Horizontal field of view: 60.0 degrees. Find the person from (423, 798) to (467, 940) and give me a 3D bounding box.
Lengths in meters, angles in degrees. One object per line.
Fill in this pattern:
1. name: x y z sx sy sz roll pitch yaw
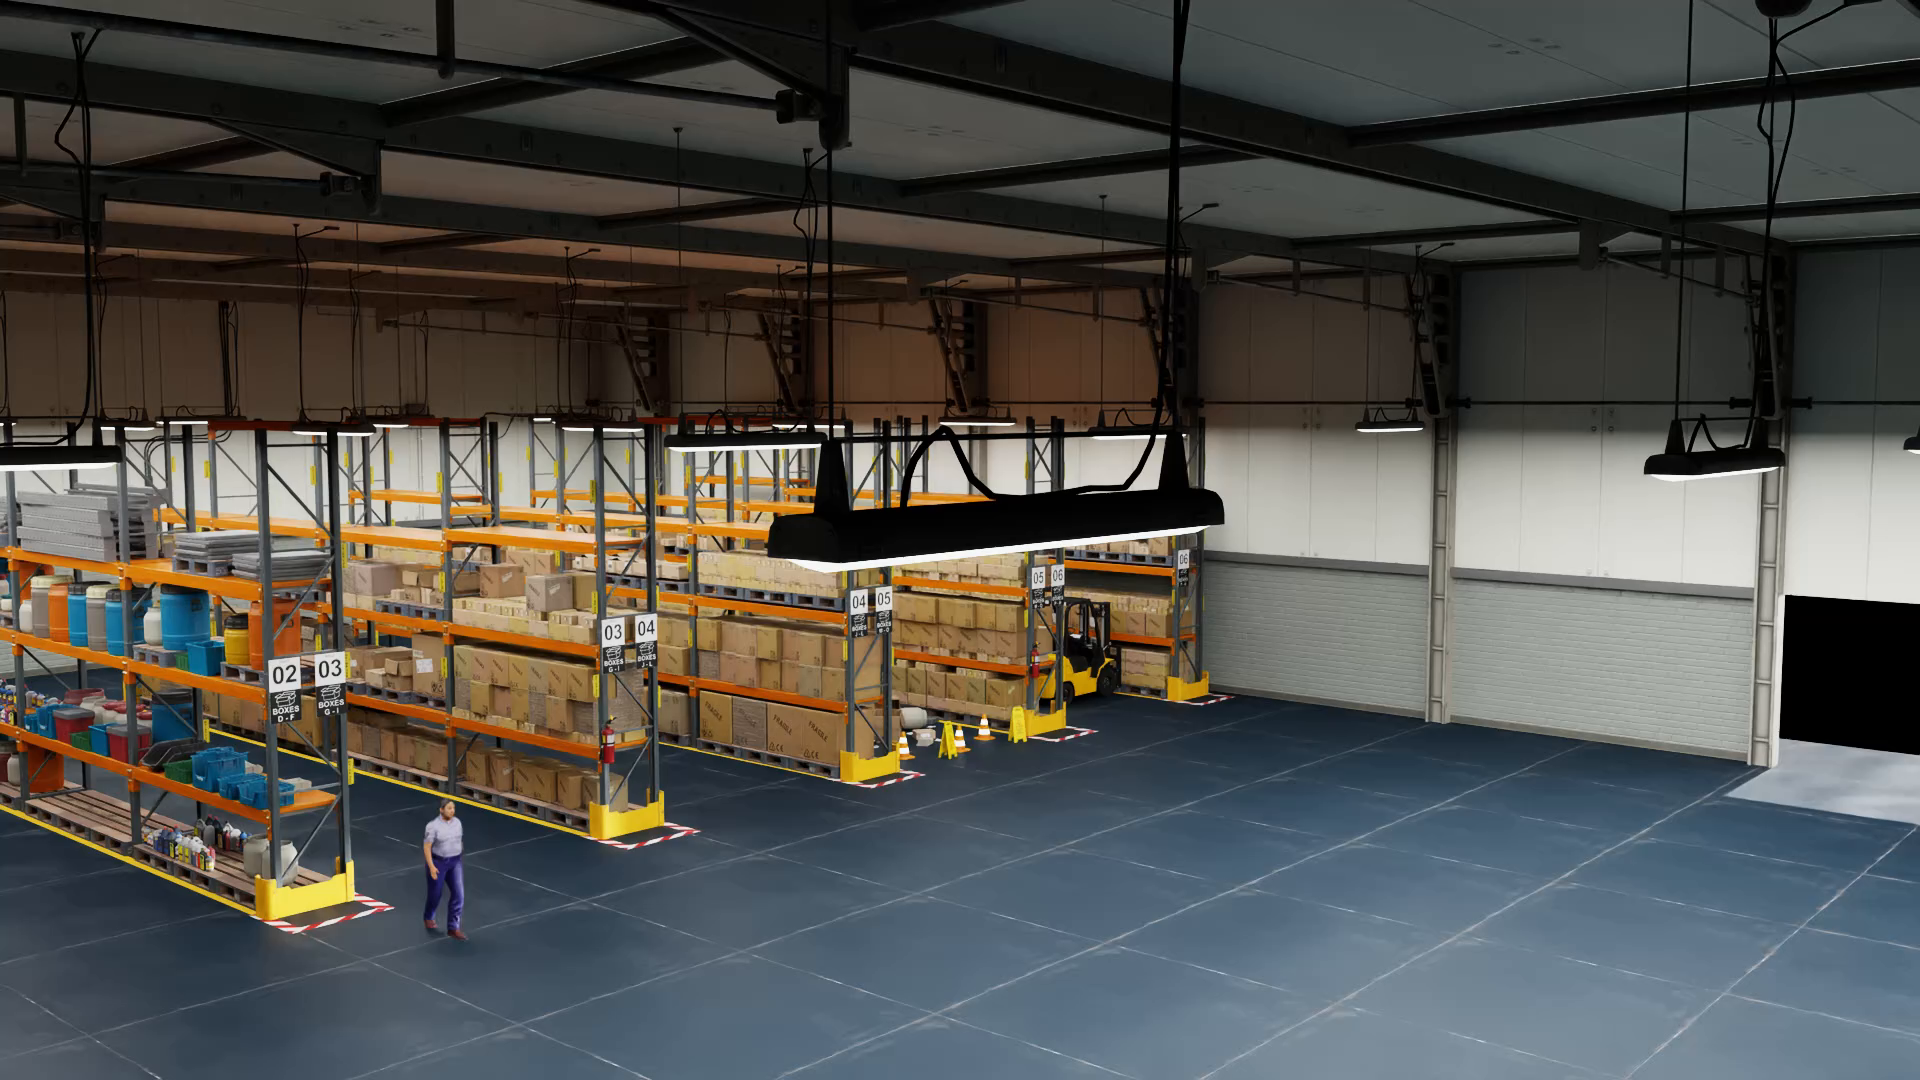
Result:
1. person: -6.117 3.890 19.788 0.768 1.639 0.560 4 6 41
